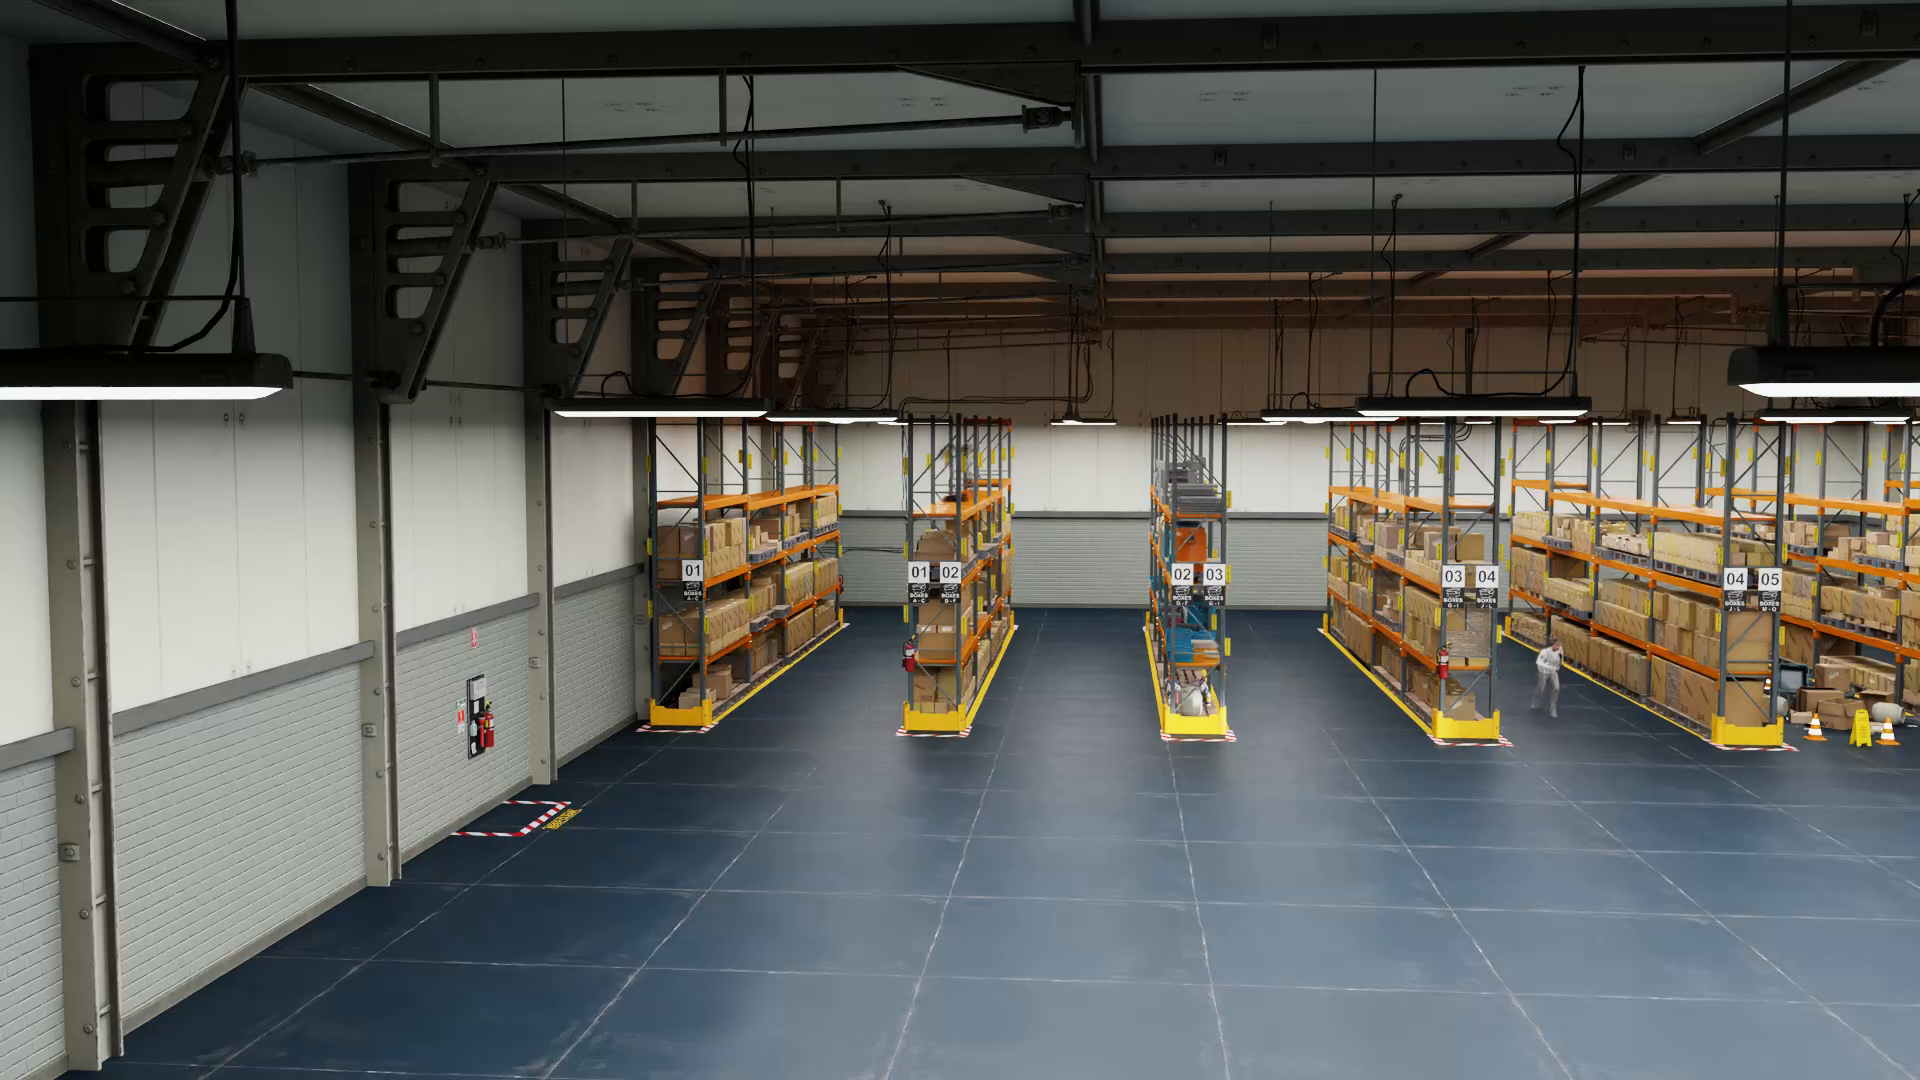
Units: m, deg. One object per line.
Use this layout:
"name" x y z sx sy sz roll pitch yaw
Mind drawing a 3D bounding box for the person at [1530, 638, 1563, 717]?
"person" 11.752 2.718 33.321 0.655 1.624 0.956 -1 4 -12
